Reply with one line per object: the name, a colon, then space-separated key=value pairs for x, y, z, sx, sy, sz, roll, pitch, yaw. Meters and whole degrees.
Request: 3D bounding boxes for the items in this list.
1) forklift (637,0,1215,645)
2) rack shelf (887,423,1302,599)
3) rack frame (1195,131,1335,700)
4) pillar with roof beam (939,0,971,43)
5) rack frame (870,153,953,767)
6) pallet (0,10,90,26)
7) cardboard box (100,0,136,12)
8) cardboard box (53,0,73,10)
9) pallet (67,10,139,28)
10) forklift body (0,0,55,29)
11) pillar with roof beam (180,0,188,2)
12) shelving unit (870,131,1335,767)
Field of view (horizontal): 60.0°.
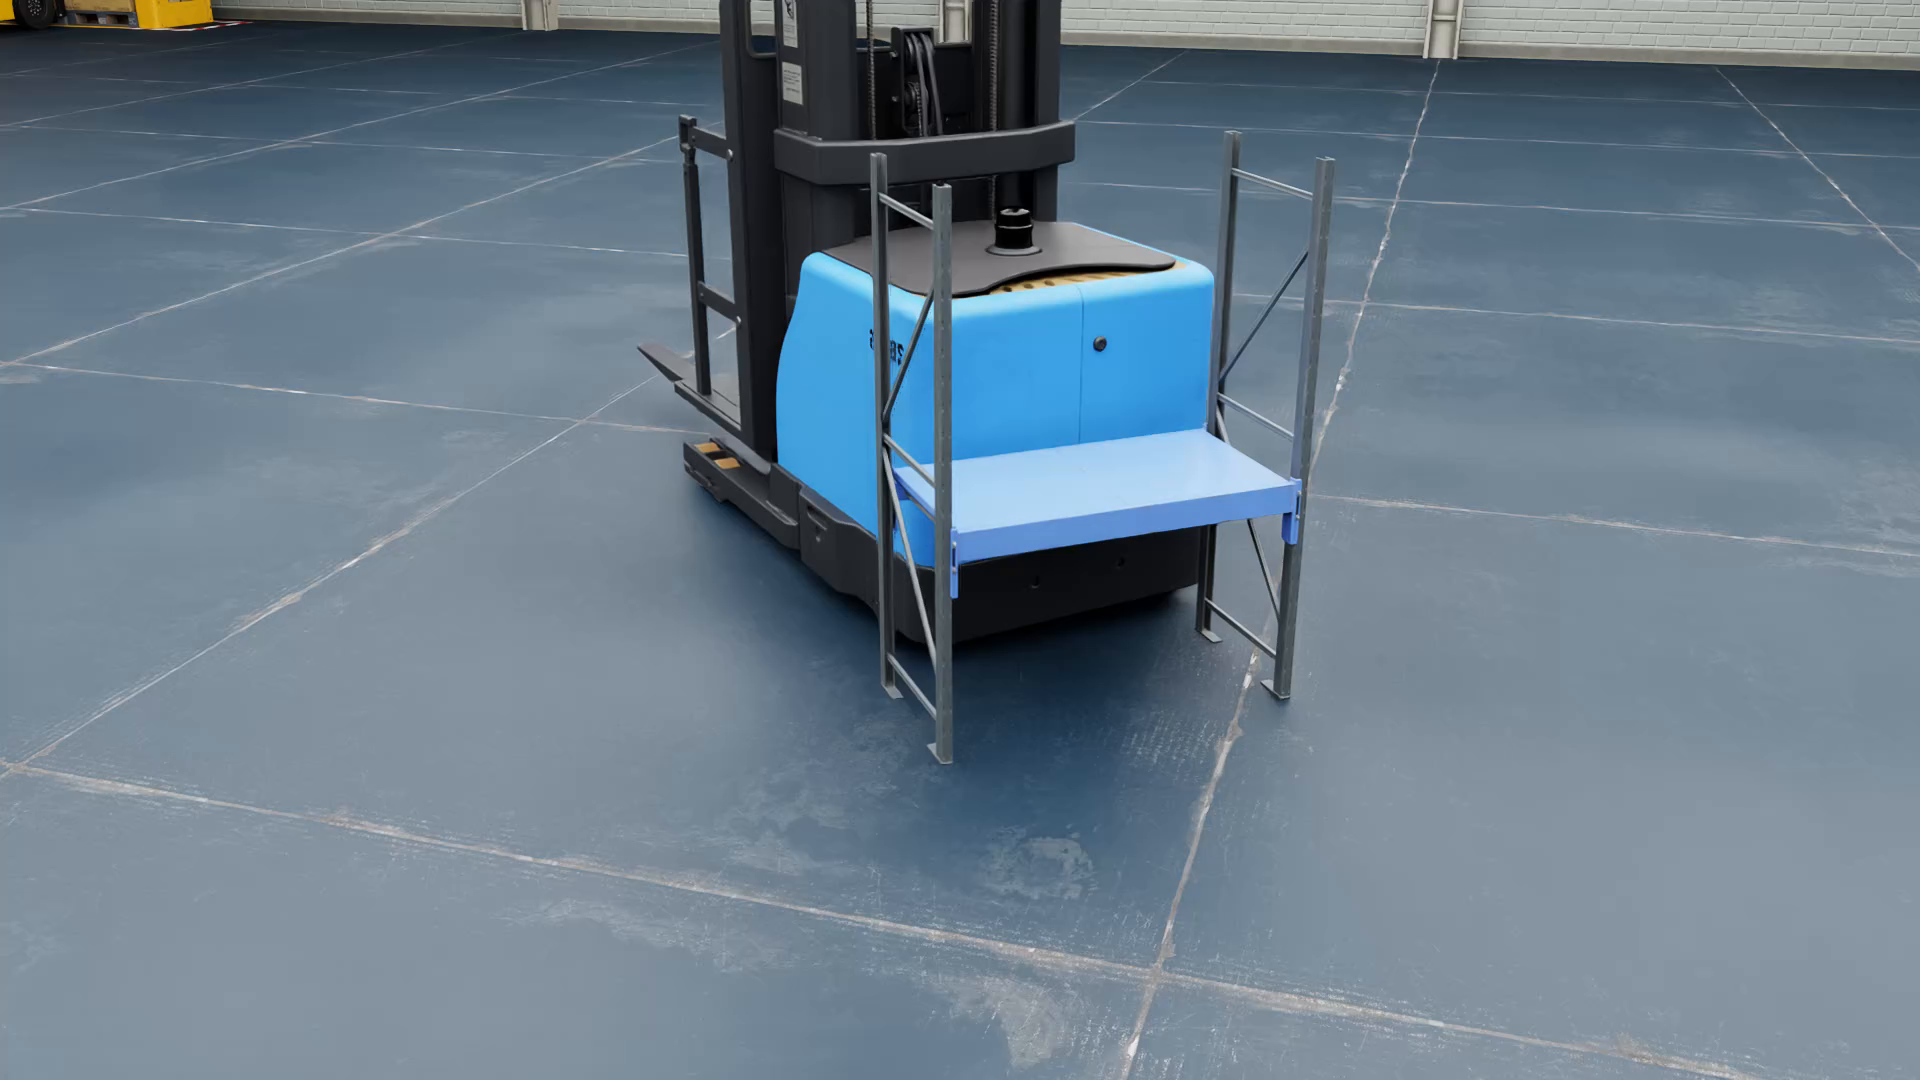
forklift: x=-0.383 y=-1.568 z=5.729 sx=1.130 sy=2.935 sz=3.031 roll=-12 pitch=25 yaw=-27
rack shelf: x=0.351 y=-0.097 z=4.505 sx=1.000 sy=0.185 sz=0.538 roll=-8 pitch=24 yaw=-20
rack frame: x=0.825 y=-0.334 z=4.607 sx=0.032 sy=1.500 sz=0.500 roll=-8 pitch=24 yaw=-20
pillar with roof beam: x=-1.281 y=-8.993 z=15.836 sx=0.400 sy=9.000 sz=9.100 roll=7 pitch=23 yaw=16
rack frame: x=-0.123 y=-0.194 z=4.267 sx=0.032 sy=1.500 sz=0.500 roll=-8 pitch=24 yaw=-20
pallet: x=-13.028 y=-7.606 z=24.035 sx=1.213 sy=0.211 sz=1.003 roll=7 pitch=23 yaw=15
cardboard box: x=-11.660 y=-7.552 z=23.299 sx=0.500 sy=0.250 sz=0.500 roll=7 pitch=23 yaw=16
cardboard box: x=-12.610 y=-7.668 z=23.582 sx=0.500 sy=0.250 sz=0.500 roll=7 pitch=23 yaw=16
pallet: x=-11.864 y=-7.472 z=23.707 sx=1.213 sy=0.211 sz=1.003 roll=7 pitch=23 yaw=16
forklift body: x=-13.462 y=-7.846 z=22.063 sx=1.214 sy=2.155 sz=2.313 roll=7 pitch=23 yaw=16
pillar with roof beam: x=-12.769 y=-10.309 z=19.043 sx=0.400 sy=9.000 sz=9.100 roll=7 pitch=23 yaw=16
shelving unit: x=0.351 y=-0.264 z=4.437 sx=1.048 sy=1.500 sz=0.538 roll=-8 pitch=24 yaw=-20
